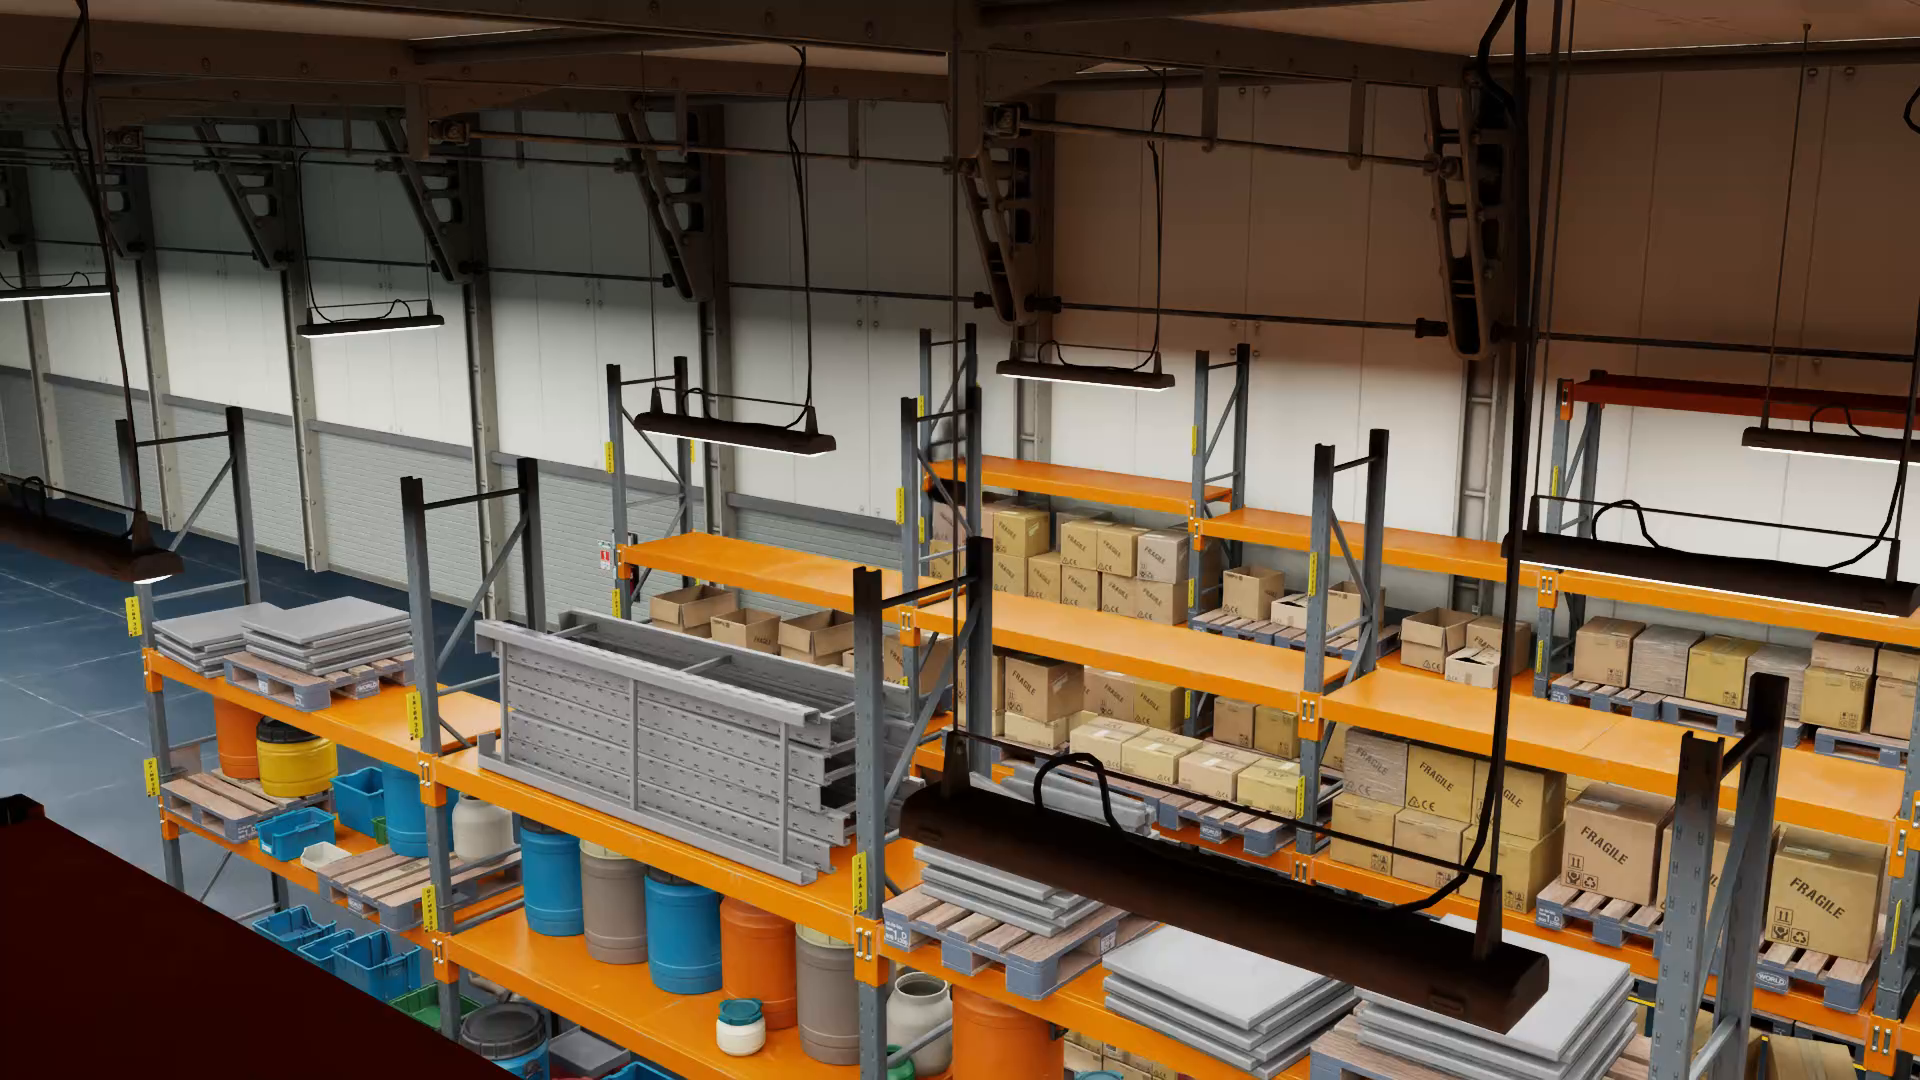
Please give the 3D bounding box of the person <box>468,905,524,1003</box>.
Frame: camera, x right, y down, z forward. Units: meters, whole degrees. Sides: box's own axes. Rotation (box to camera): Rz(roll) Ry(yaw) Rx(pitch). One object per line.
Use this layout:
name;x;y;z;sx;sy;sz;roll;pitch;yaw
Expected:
person;-4.390;3.784;15.735;0.575;1.676;0.651;7;14;27
